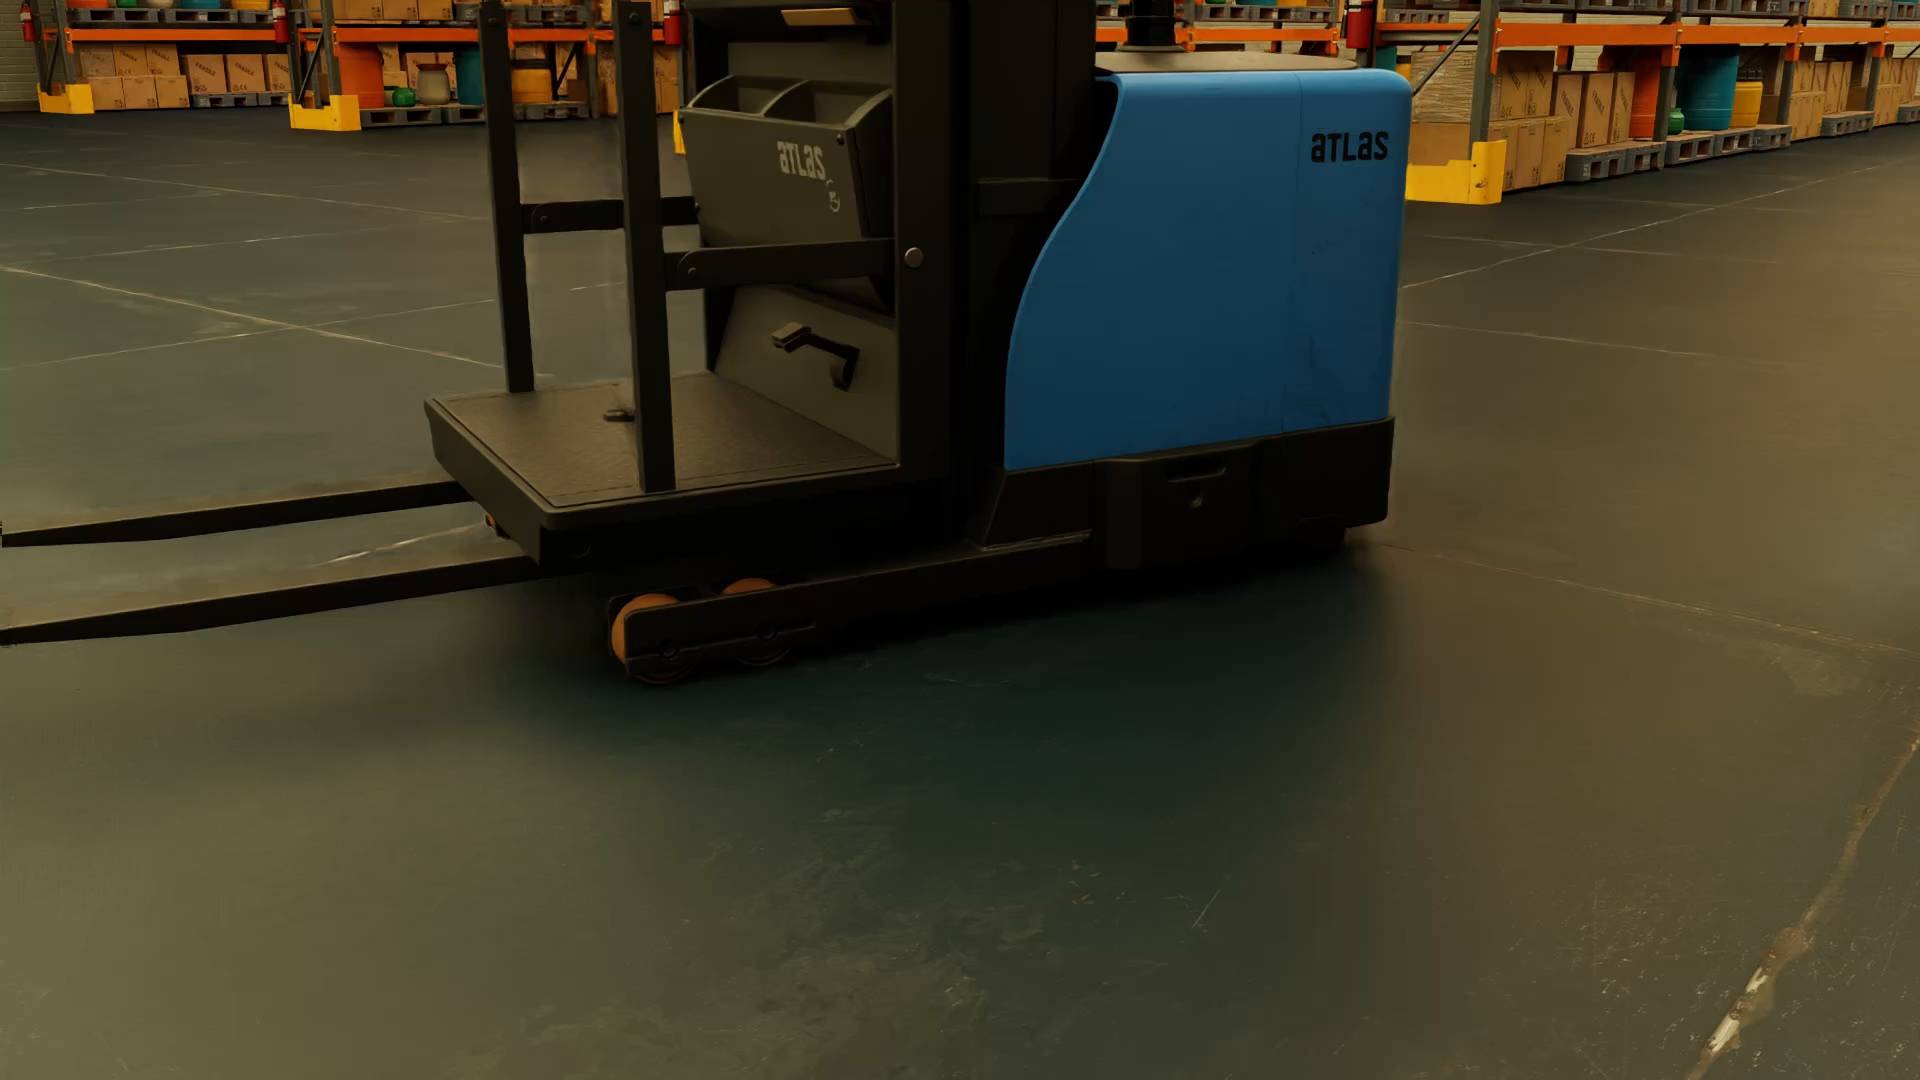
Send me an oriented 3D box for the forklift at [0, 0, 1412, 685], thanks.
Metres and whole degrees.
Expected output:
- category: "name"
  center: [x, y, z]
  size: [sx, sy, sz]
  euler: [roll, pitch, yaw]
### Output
- category: "forklift"
  center: [-0.546, -1.311, 3.214]
  size: [3.031, 2.935, 1.130]
  euler: [-9, 19, -27]
